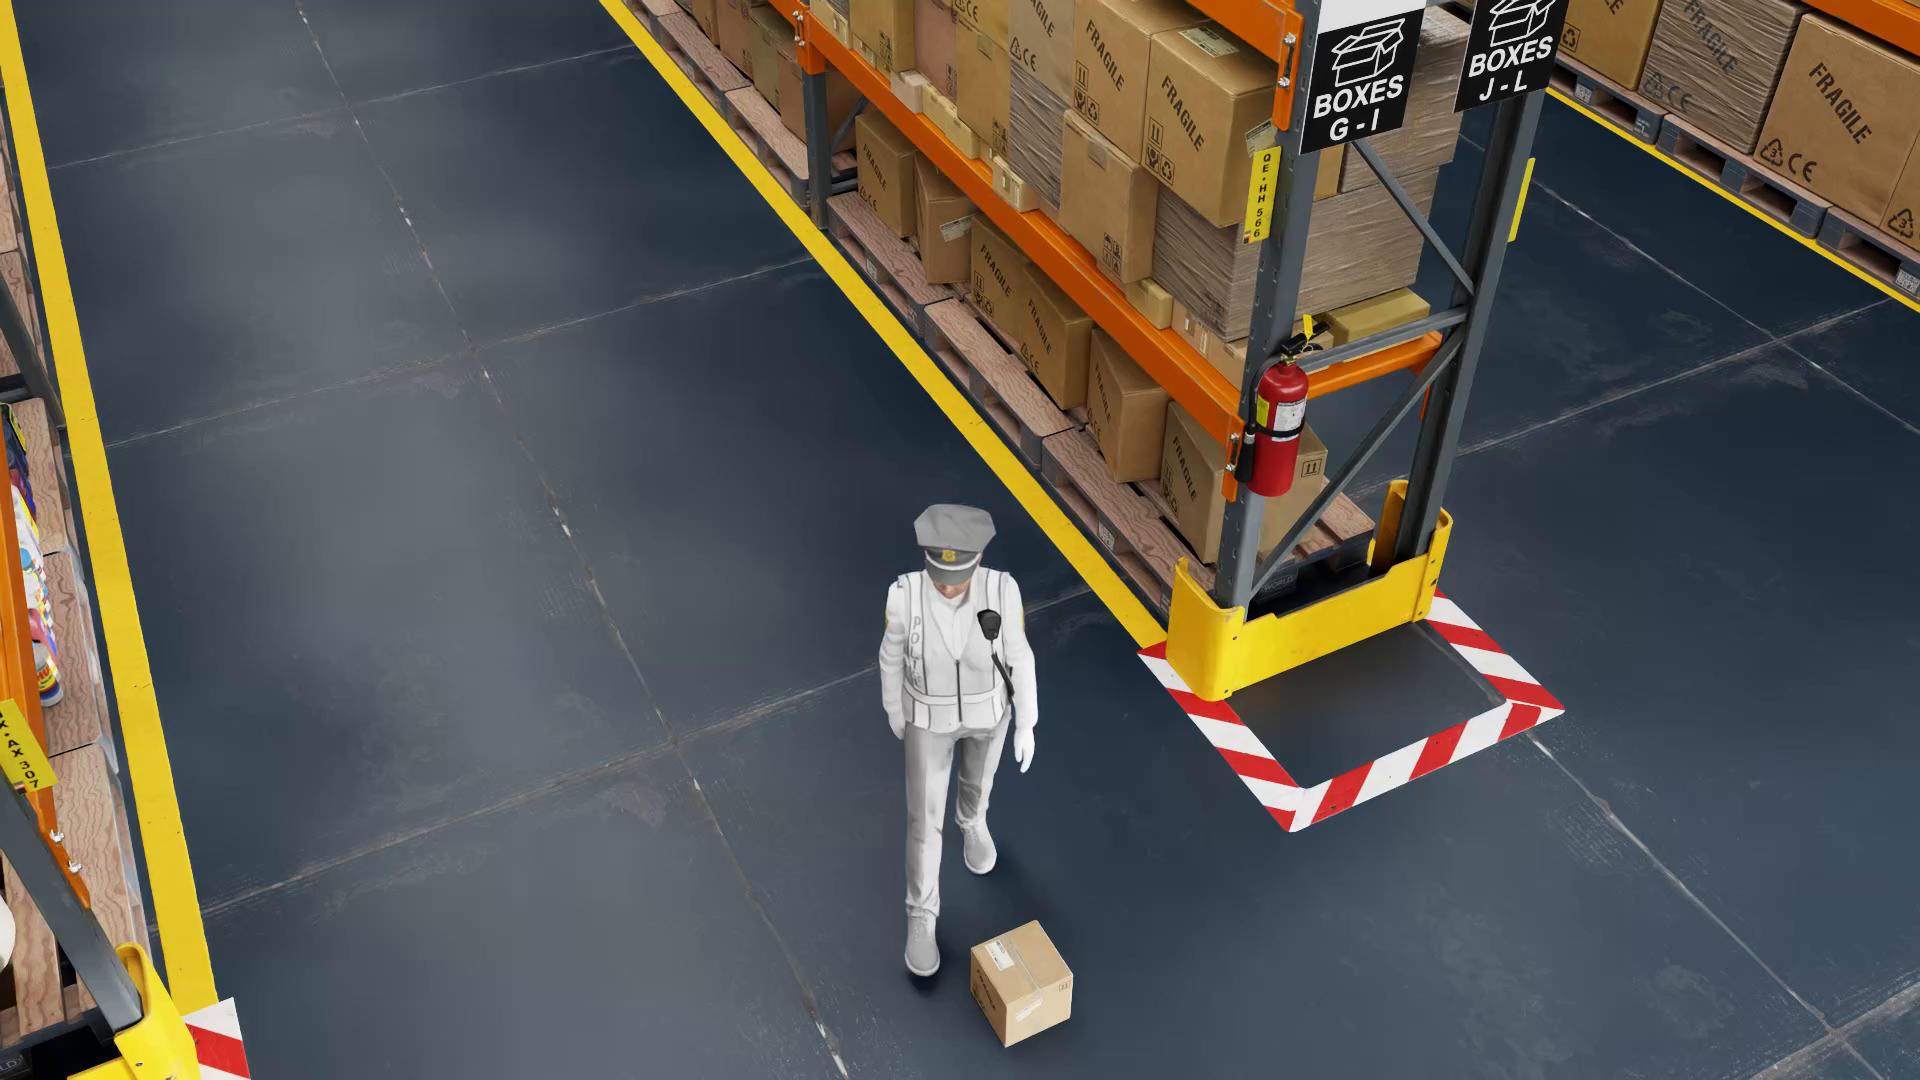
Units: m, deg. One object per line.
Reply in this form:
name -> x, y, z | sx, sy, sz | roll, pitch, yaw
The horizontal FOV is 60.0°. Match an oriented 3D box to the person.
person -> 0.011, 0.657, 5.399 | 0.499, 1.659, 0.721 | -5, 42, -5
